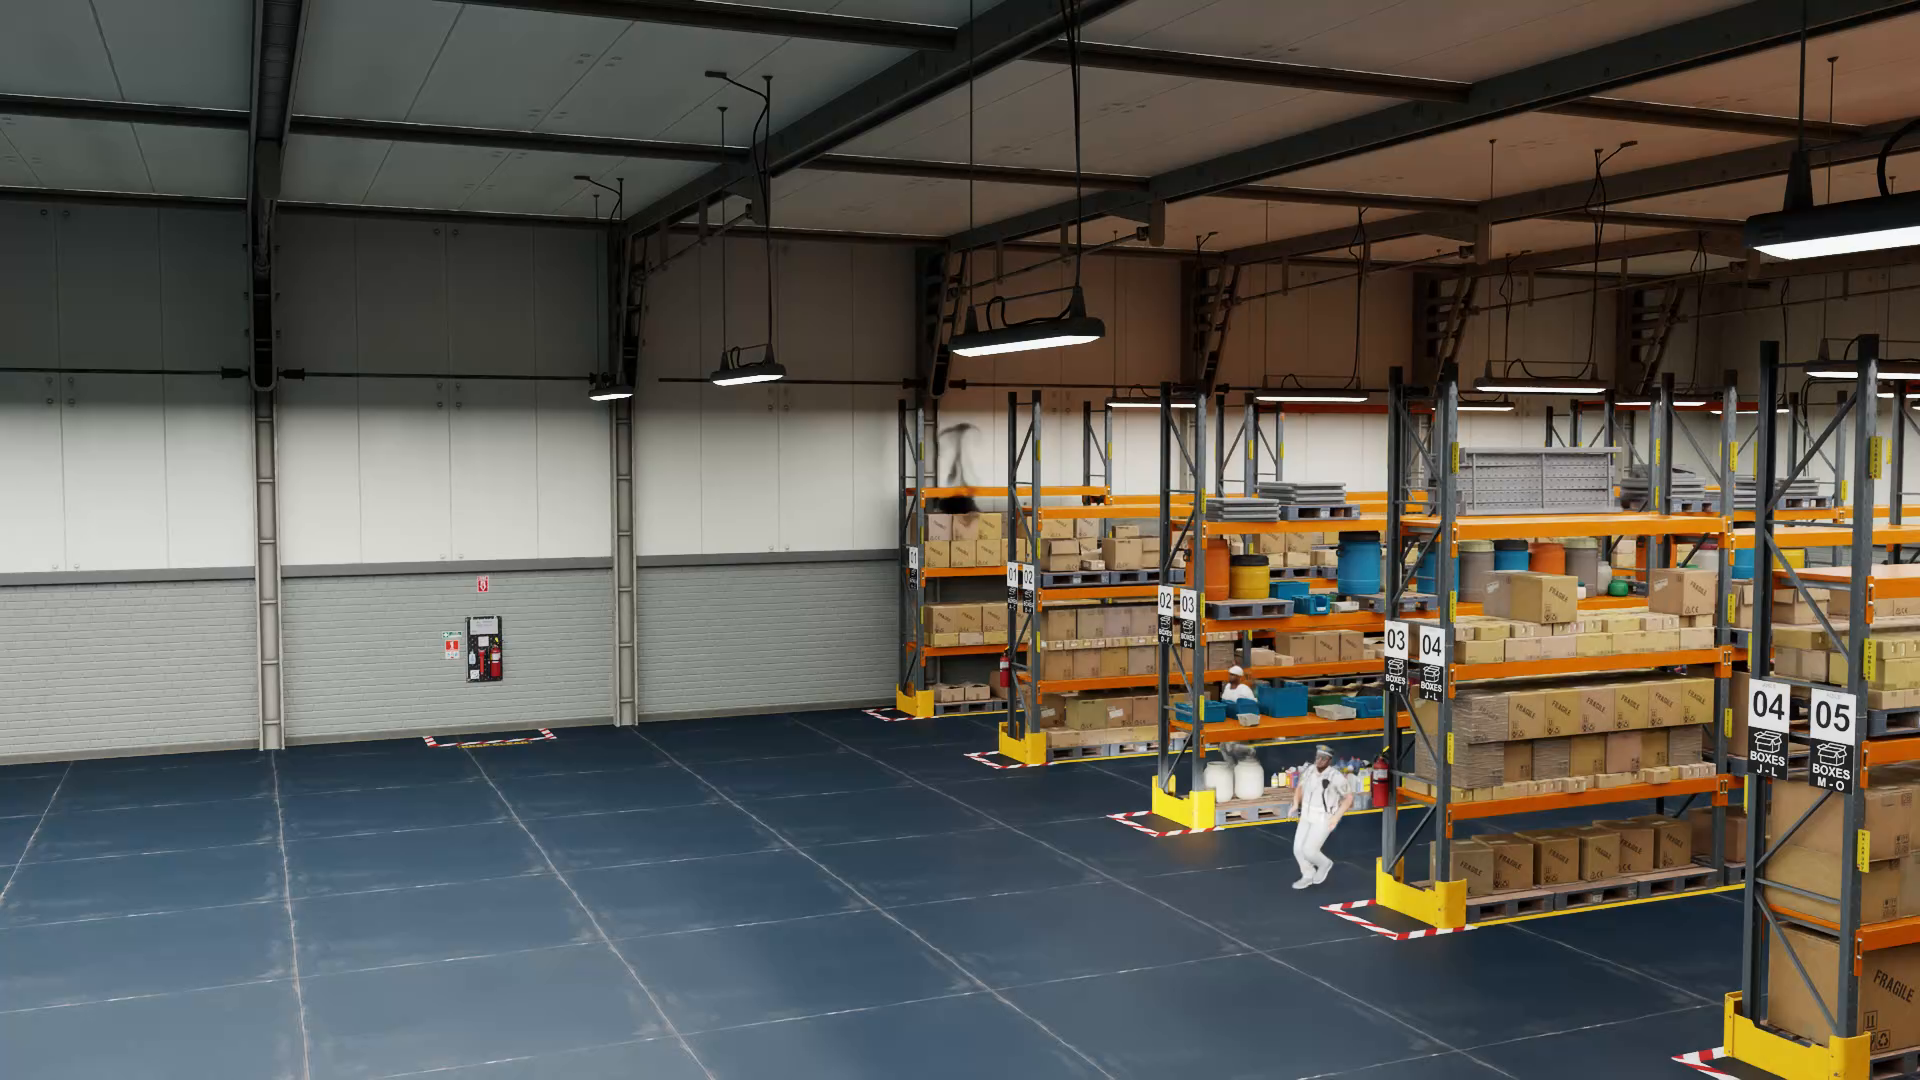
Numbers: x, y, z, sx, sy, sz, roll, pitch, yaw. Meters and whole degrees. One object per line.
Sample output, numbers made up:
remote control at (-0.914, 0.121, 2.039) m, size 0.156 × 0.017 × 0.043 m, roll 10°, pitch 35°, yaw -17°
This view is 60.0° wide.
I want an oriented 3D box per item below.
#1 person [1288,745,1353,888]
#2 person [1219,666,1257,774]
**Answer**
person at (4.115, 3.195, 19.125) m, size 0.536 × 1.725 × 0.716 m, roll -3°, pitch 4°, yaw -37°
person at (4.276, 2.804, 25.724) m, size 0.598 × 1.726 × 0.702 m, roll -2°, pitch 4°, yaw -33°
